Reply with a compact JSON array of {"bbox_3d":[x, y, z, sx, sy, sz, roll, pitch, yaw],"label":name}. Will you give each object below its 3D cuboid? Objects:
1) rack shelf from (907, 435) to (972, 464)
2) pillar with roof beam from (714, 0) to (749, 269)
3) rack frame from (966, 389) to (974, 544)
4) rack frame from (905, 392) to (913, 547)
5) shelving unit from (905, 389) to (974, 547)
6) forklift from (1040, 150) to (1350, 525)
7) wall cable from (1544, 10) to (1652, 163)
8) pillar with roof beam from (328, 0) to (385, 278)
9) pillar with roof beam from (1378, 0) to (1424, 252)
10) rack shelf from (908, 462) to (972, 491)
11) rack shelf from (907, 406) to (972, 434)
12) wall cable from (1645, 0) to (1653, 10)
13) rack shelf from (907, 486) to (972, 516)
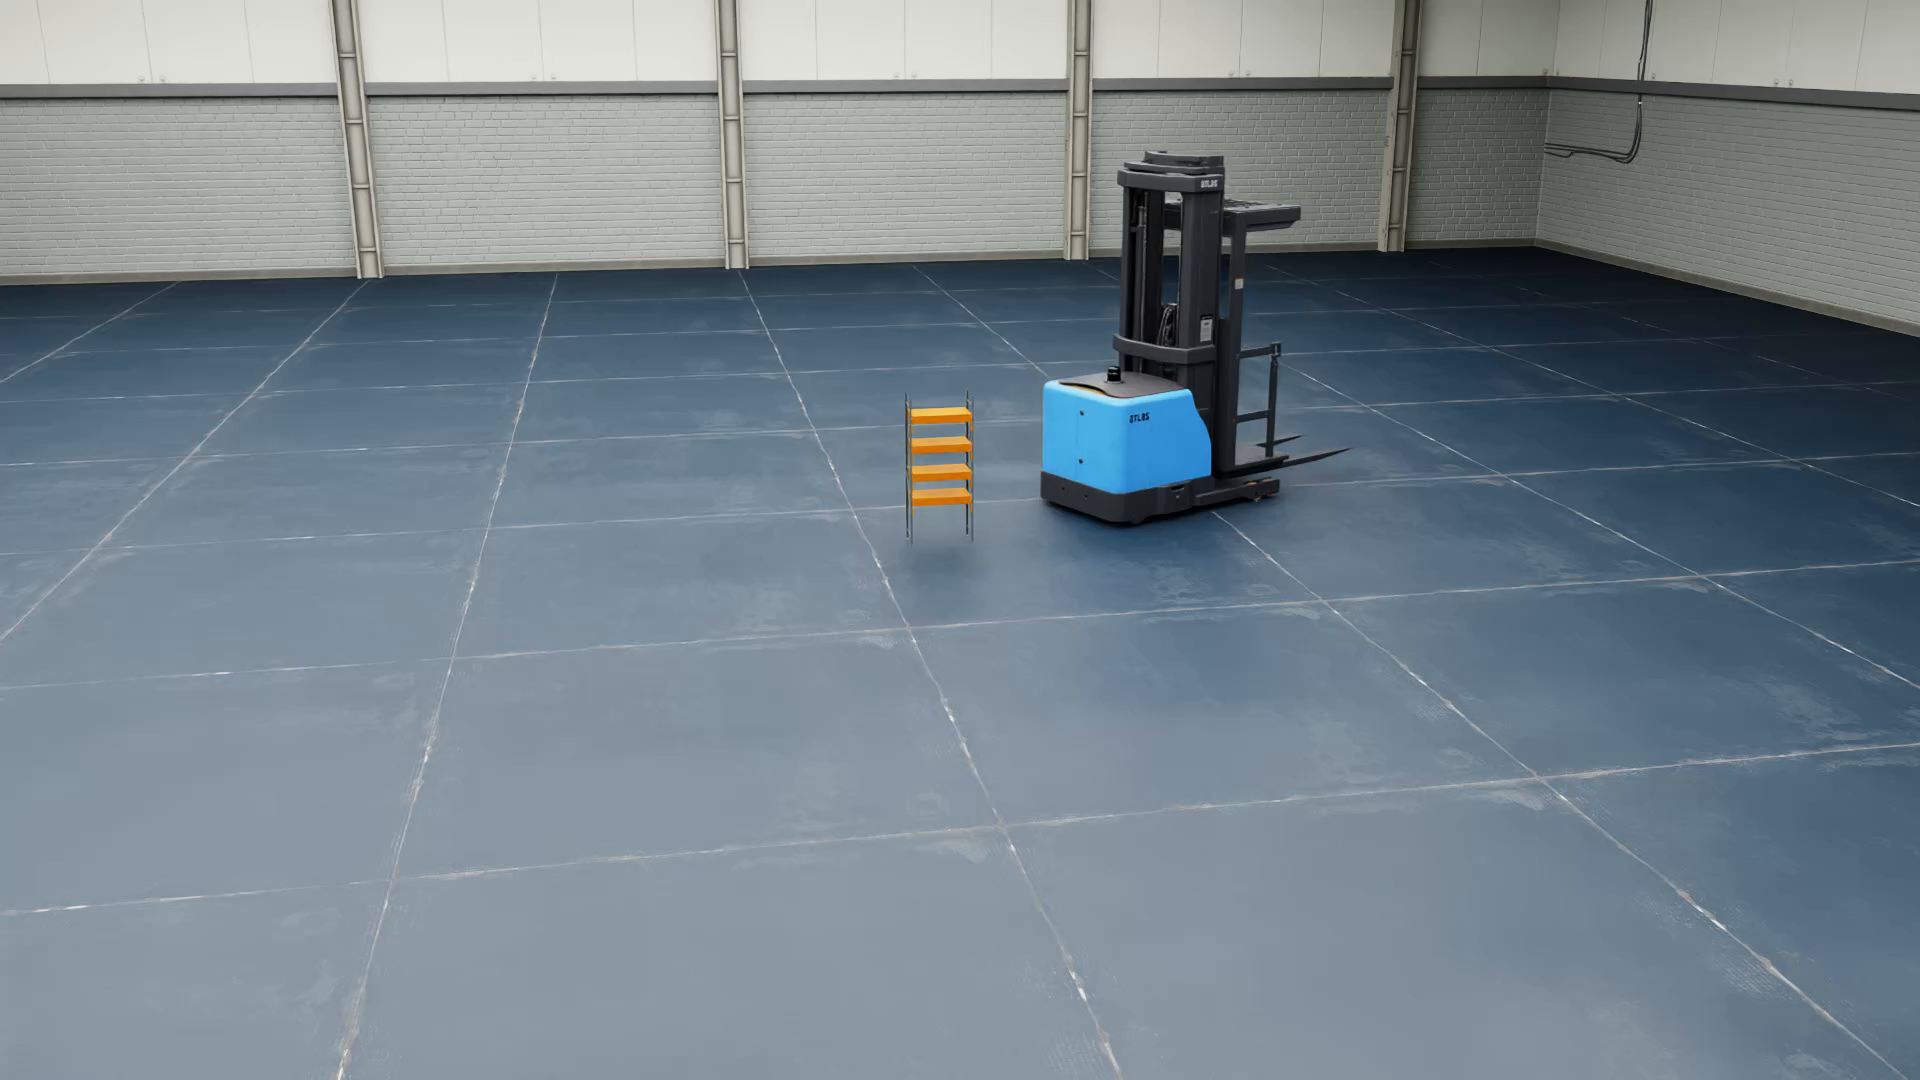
[{"bbox_3d":[-0.163,-0.714,13.060,0.480,0.148,0.258,-3,17,-10],"label":"rack shelf"},{"bbox_3d":[-3.011,-7.740,23.185,0.400,9.000,9.100,-3,17,-10],"label":"pillar with roof beam"},{"bbox_3d":[0.077,-0.578,13.150,0.015,1.200,0.240,-3,17,-10],"label":"rack frame"},{"bbox_3d":[-0.402,-0.551,13.061,0.015,1.200,0.240,-3,17,-10],"label":"rack frame"},{"bbox_3d":[-0.163,-0.564,13.106,0.503,1.200,0.258,-3,17,-10],"label":"shelving unit"},{"bbox_3d":[2.179,-1.851,14.346,3.031,2.935,1.130,-12,21,-34],"label":"forklift"},{"bbox_3d":[11.097,-7.948,29.151,0.112,2.526,3.097,-3,17,-10],"label":"wall cable"},{"bbox_3d":[-8.903,-7.406,22.097,0.400,9.000,9.100,-3,17,-10],"label":"pillar with roof beam"},{"bbox_3d":[8.771,-8.408,25.361,0.400,9.000,9.100,-3,17,-10],"label":"pillar with roof beam"},{"bbox_3d":[-0.163,-0.500,13.125,0.480,0.148,0.258,-3,17,-10],"label":"rack shelf"},{"bbox_3d":[-0.163,-0.940,12.990,0.480,0.148,0.258,-3,17,-10],"label":"rack shelf"},{"bbox_3d":[11.610,-9.582,25.870,0.112,2.526,3.097,-3,17,-10],"label":"wall cable"},{"bbox_3d":[-0.163,-0.310,13.184,0.480,0.148,0.258,-3,17,-10],"label":"rack shelf"}]
